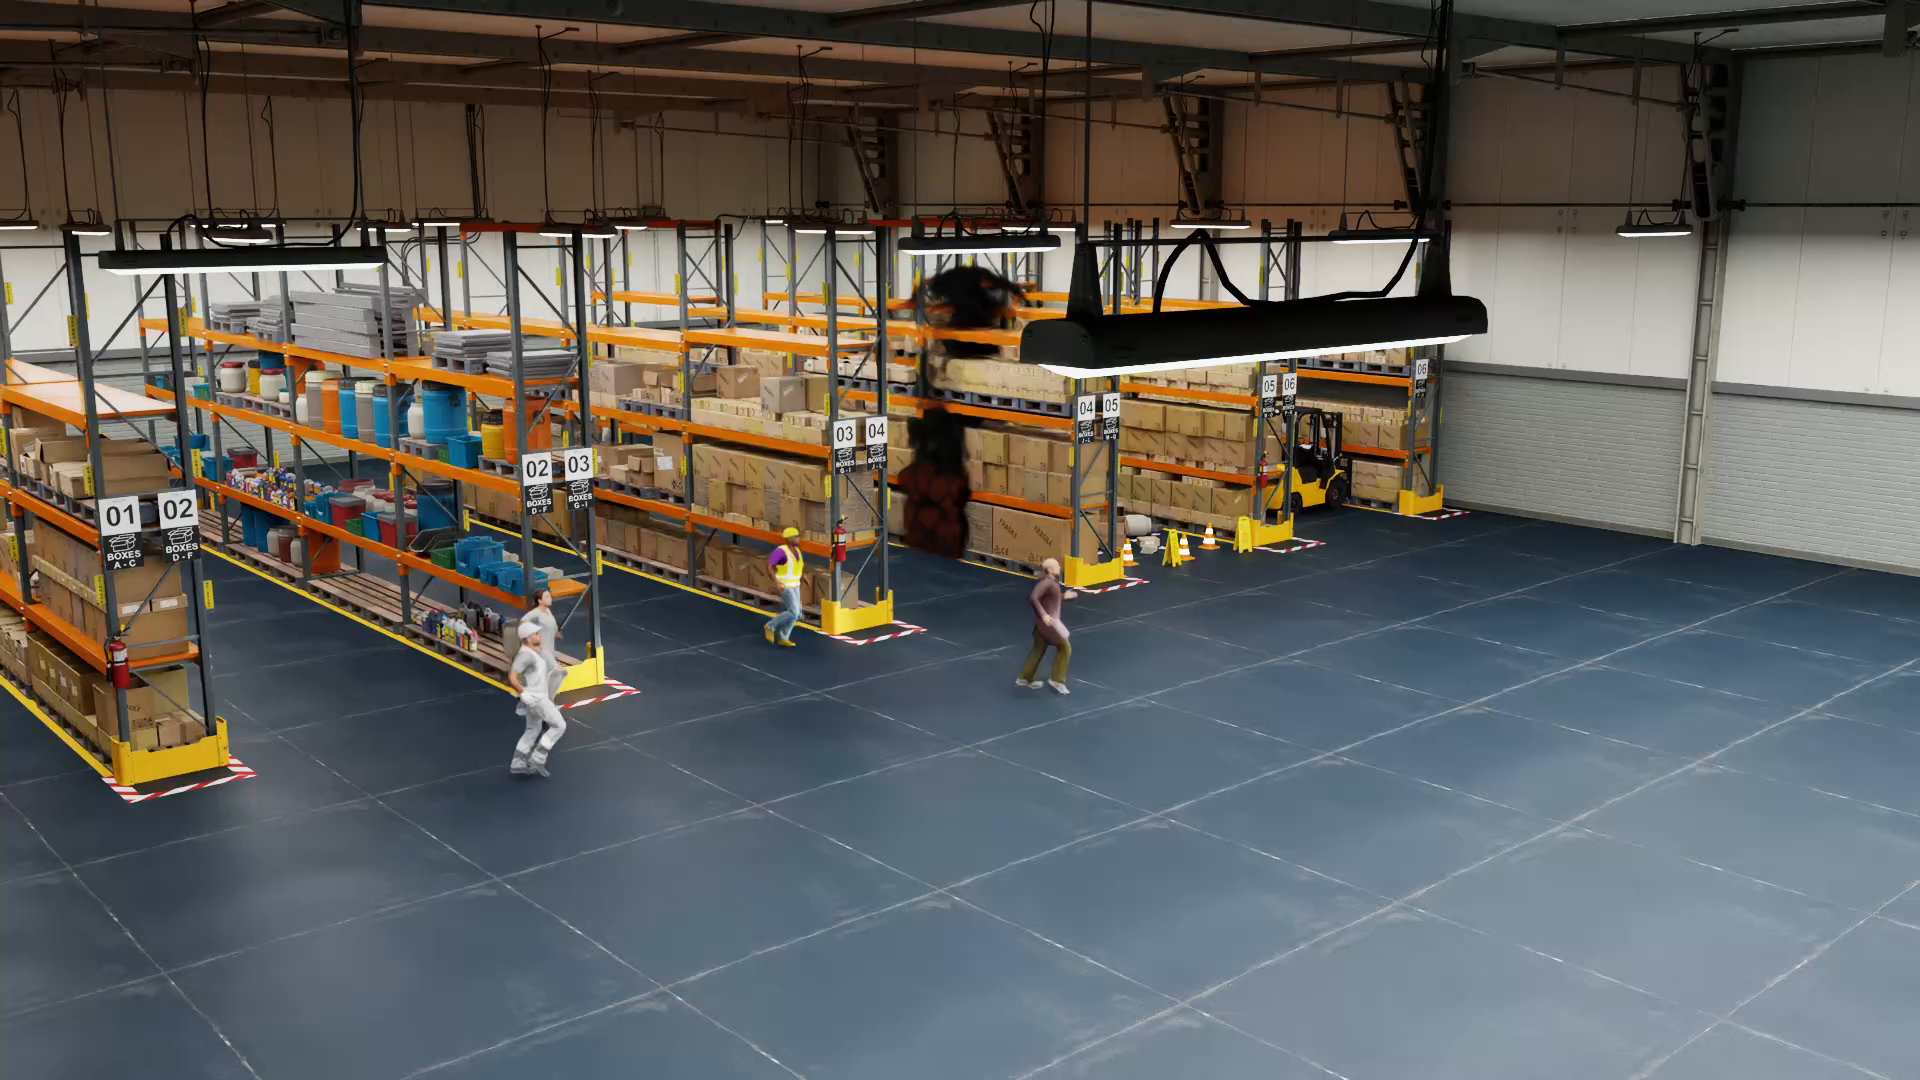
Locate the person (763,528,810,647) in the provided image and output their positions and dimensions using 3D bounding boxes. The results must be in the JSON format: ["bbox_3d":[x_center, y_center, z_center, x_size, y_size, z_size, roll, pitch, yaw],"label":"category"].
[{"bbox_3d":[-2.498,0.666,24.251,0.559,1.707,0.744,5,12,23],"label":"person"}]

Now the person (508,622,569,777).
[{"bbox_3d":[-4.702,1.776,18.548,0.688,1.773,0.648,-3,12,-17],"label":"person"}]

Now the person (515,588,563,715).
[{"bbox_3d":[-5.210,1.420,20.699,0.648,1.681,0.587,2,12,9],"label":"person"}]

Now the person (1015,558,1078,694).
[{"bbox_3d":[1.139,1.184,21.832,0.844,1.770,0.665,-2,12,-9],"label":"person"}]

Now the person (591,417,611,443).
[{"bbox_3d":[-8.754,-2.791,41.277,0.710,1.712,0.727,11,16,43],"label":"person"}]
